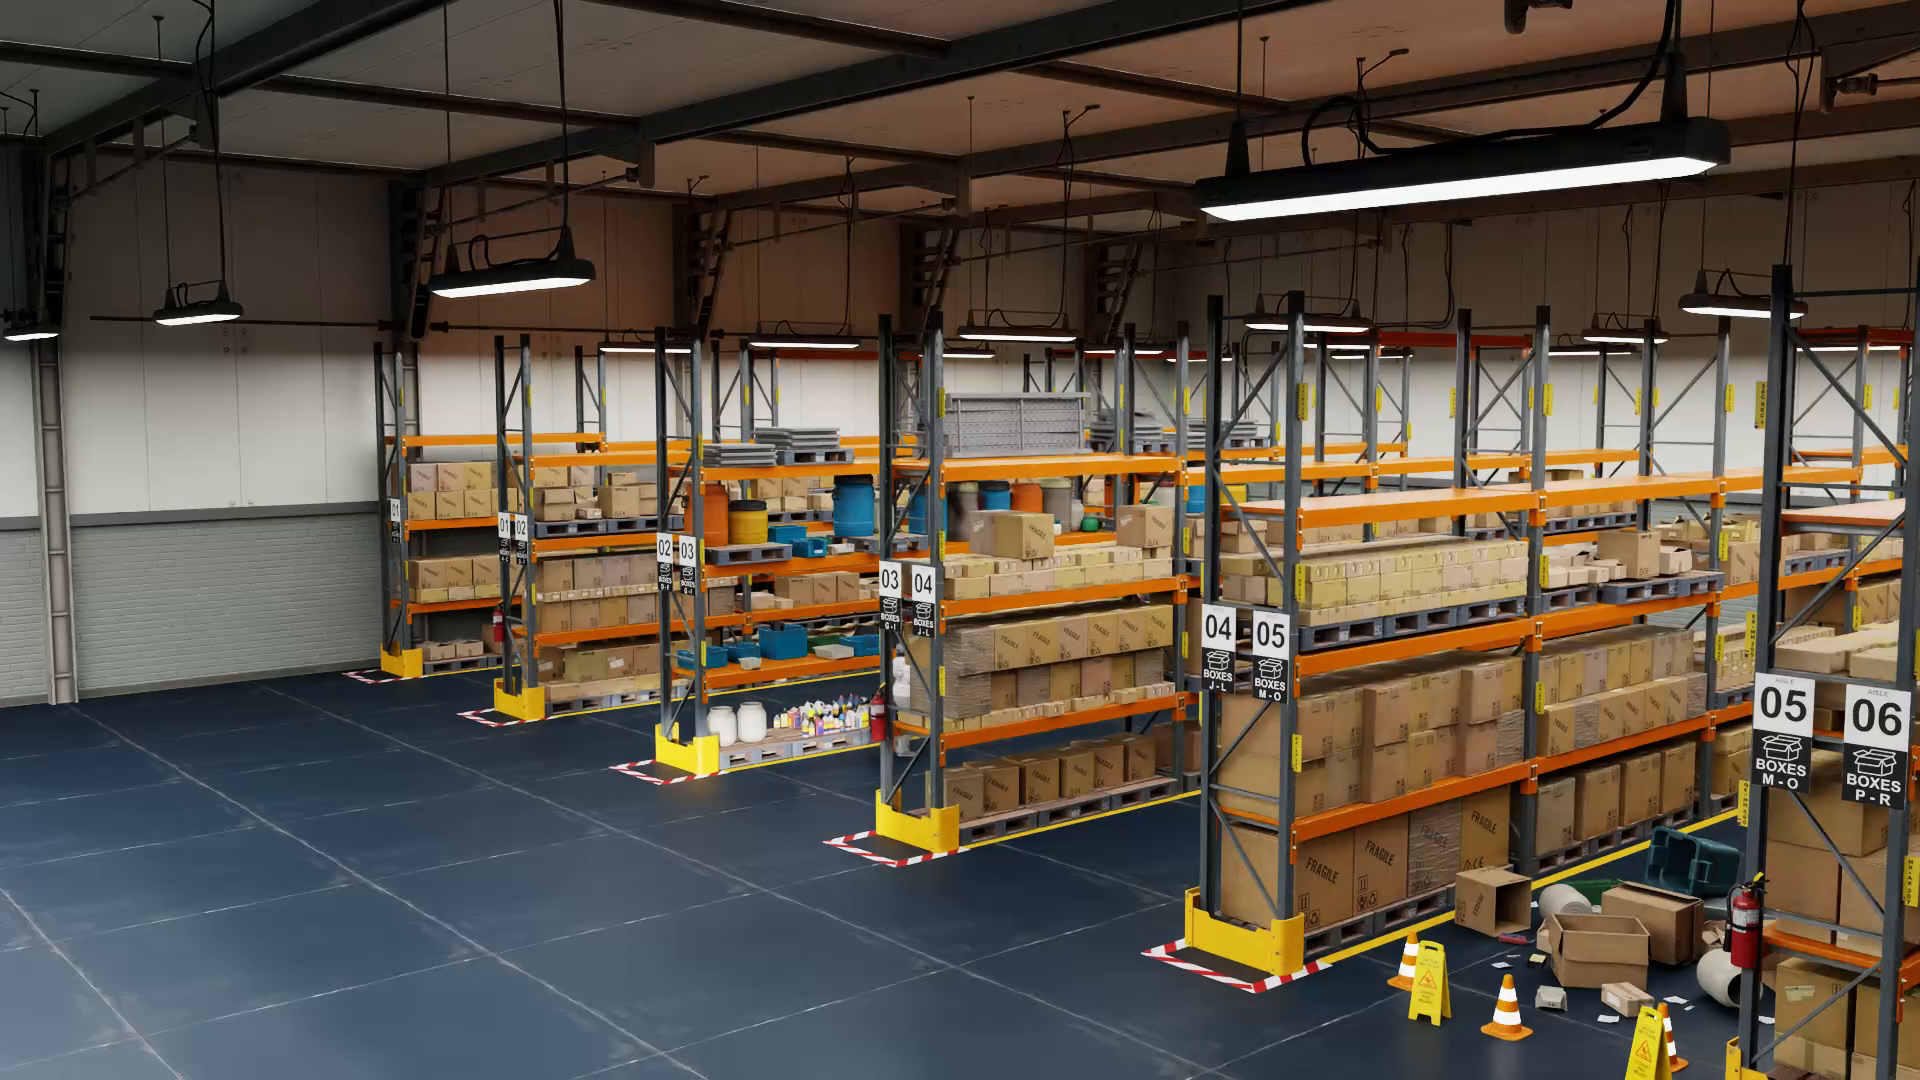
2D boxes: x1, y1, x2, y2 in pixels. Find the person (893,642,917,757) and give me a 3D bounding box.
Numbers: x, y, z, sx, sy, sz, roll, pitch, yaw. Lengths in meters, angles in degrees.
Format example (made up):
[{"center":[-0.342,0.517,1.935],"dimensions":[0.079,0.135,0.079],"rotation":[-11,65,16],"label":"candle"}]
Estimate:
[{"center":[-0.725,2.215,23.253],"dimensions":[0.432,1.658,0.488],"rotation":[-1,5,-7],"label":"person"}]
